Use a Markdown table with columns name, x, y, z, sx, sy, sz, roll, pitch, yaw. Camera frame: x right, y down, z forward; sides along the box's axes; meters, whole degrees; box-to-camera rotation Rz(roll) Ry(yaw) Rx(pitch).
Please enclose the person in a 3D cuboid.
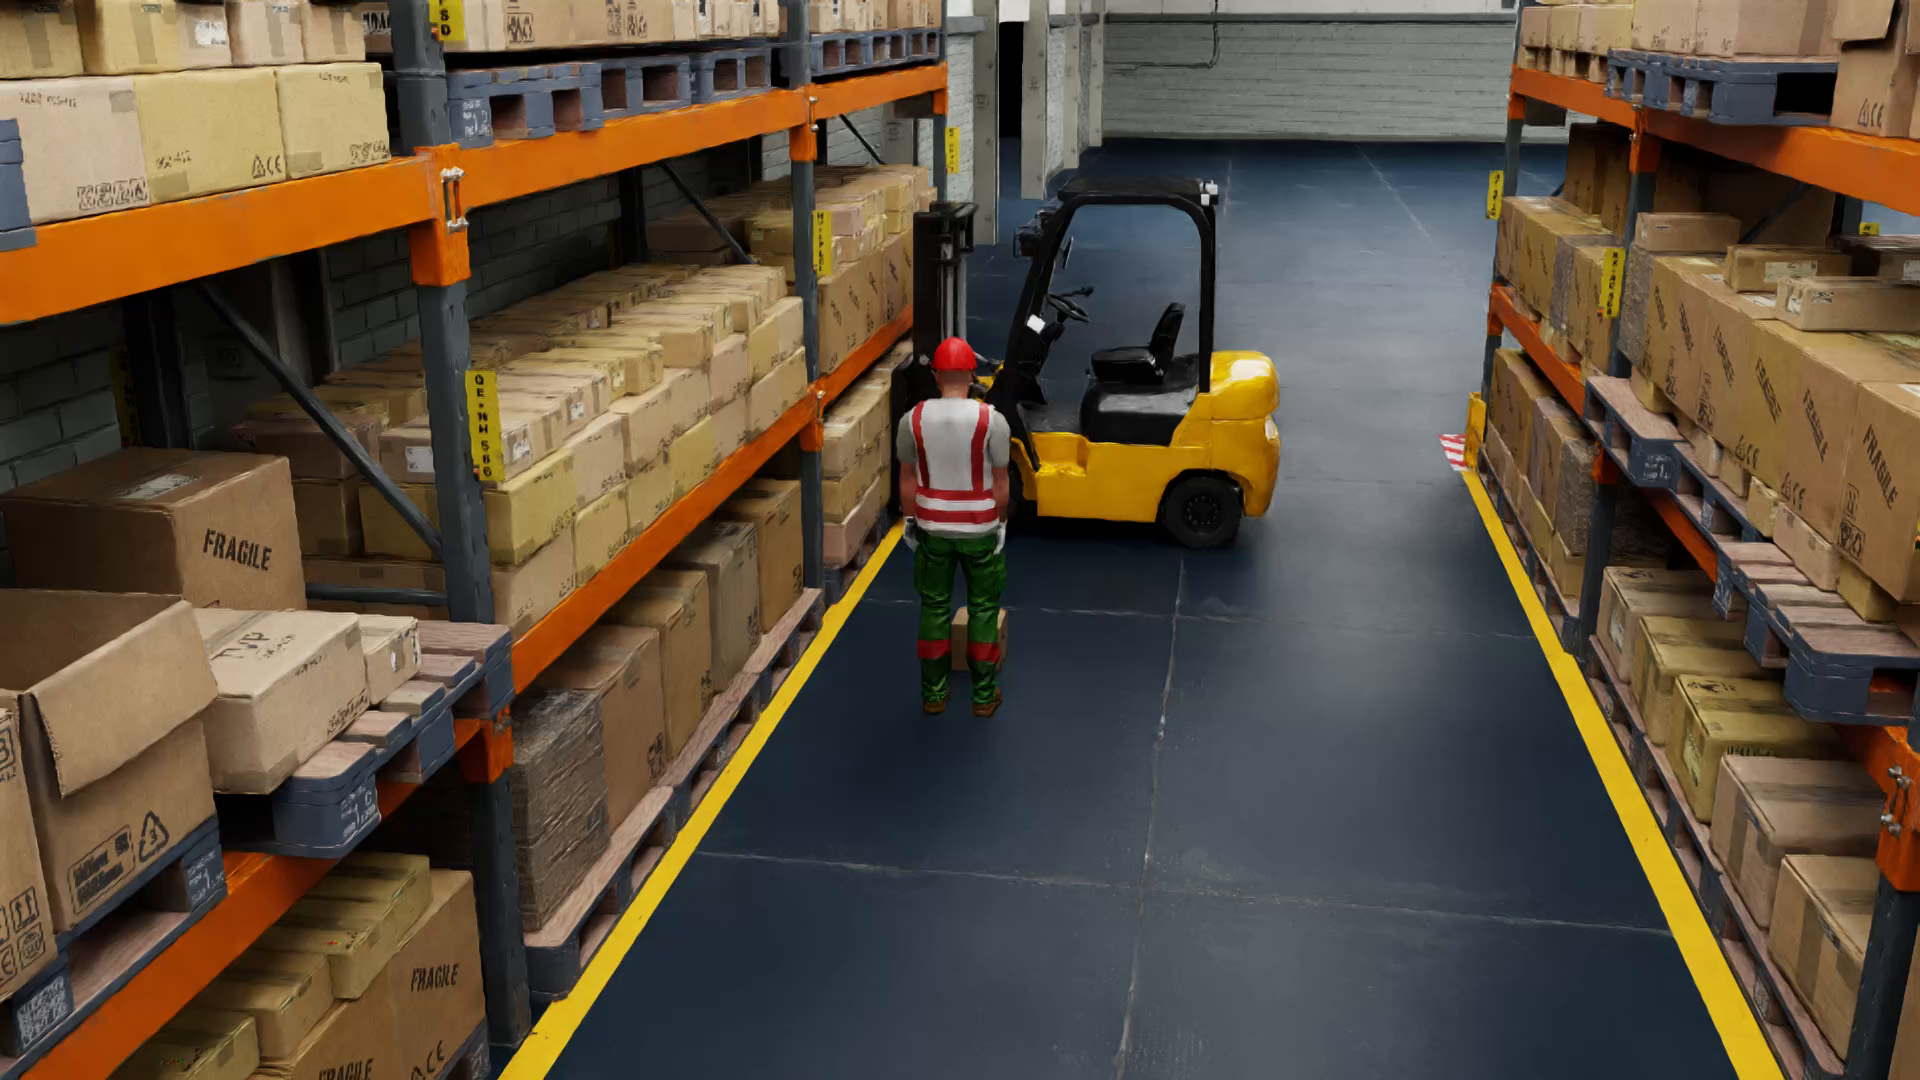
| name | x | y | z | sx | sy | sz | roll | pitch | yaw |
| --- | --- | --- | --- | --- | --- | --- | --- | --- | --- |
| person | -0.021 | -0.058 | 7.707 | 0.527 | 1.779 | 0.347 | 3 | 18 | 10 |
